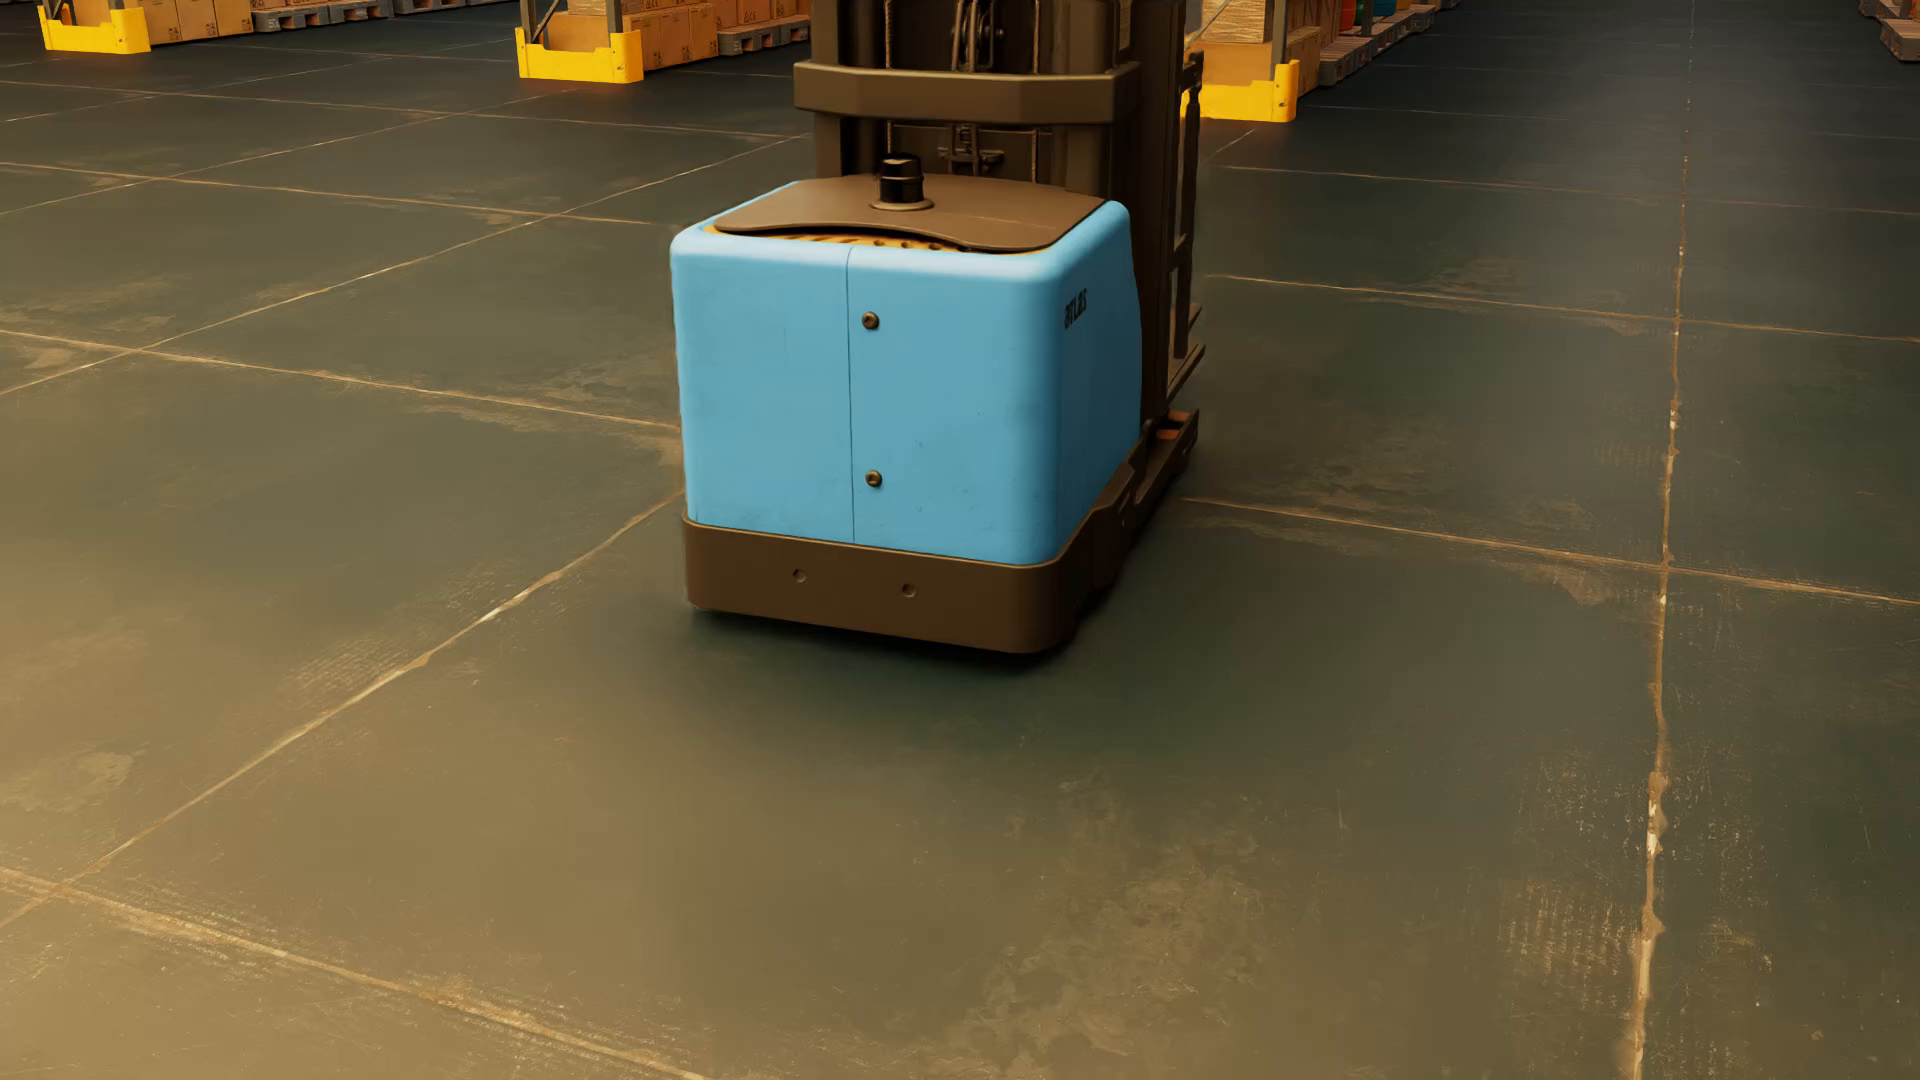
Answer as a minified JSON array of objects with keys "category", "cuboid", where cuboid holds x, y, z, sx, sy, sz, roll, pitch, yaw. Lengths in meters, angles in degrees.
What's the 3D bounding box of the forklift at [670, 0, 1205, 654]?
[{"category":"forklift","cuboid":[0.196,-1.604,5.130,1.130,2.935,3.031,7,24,17]}]
